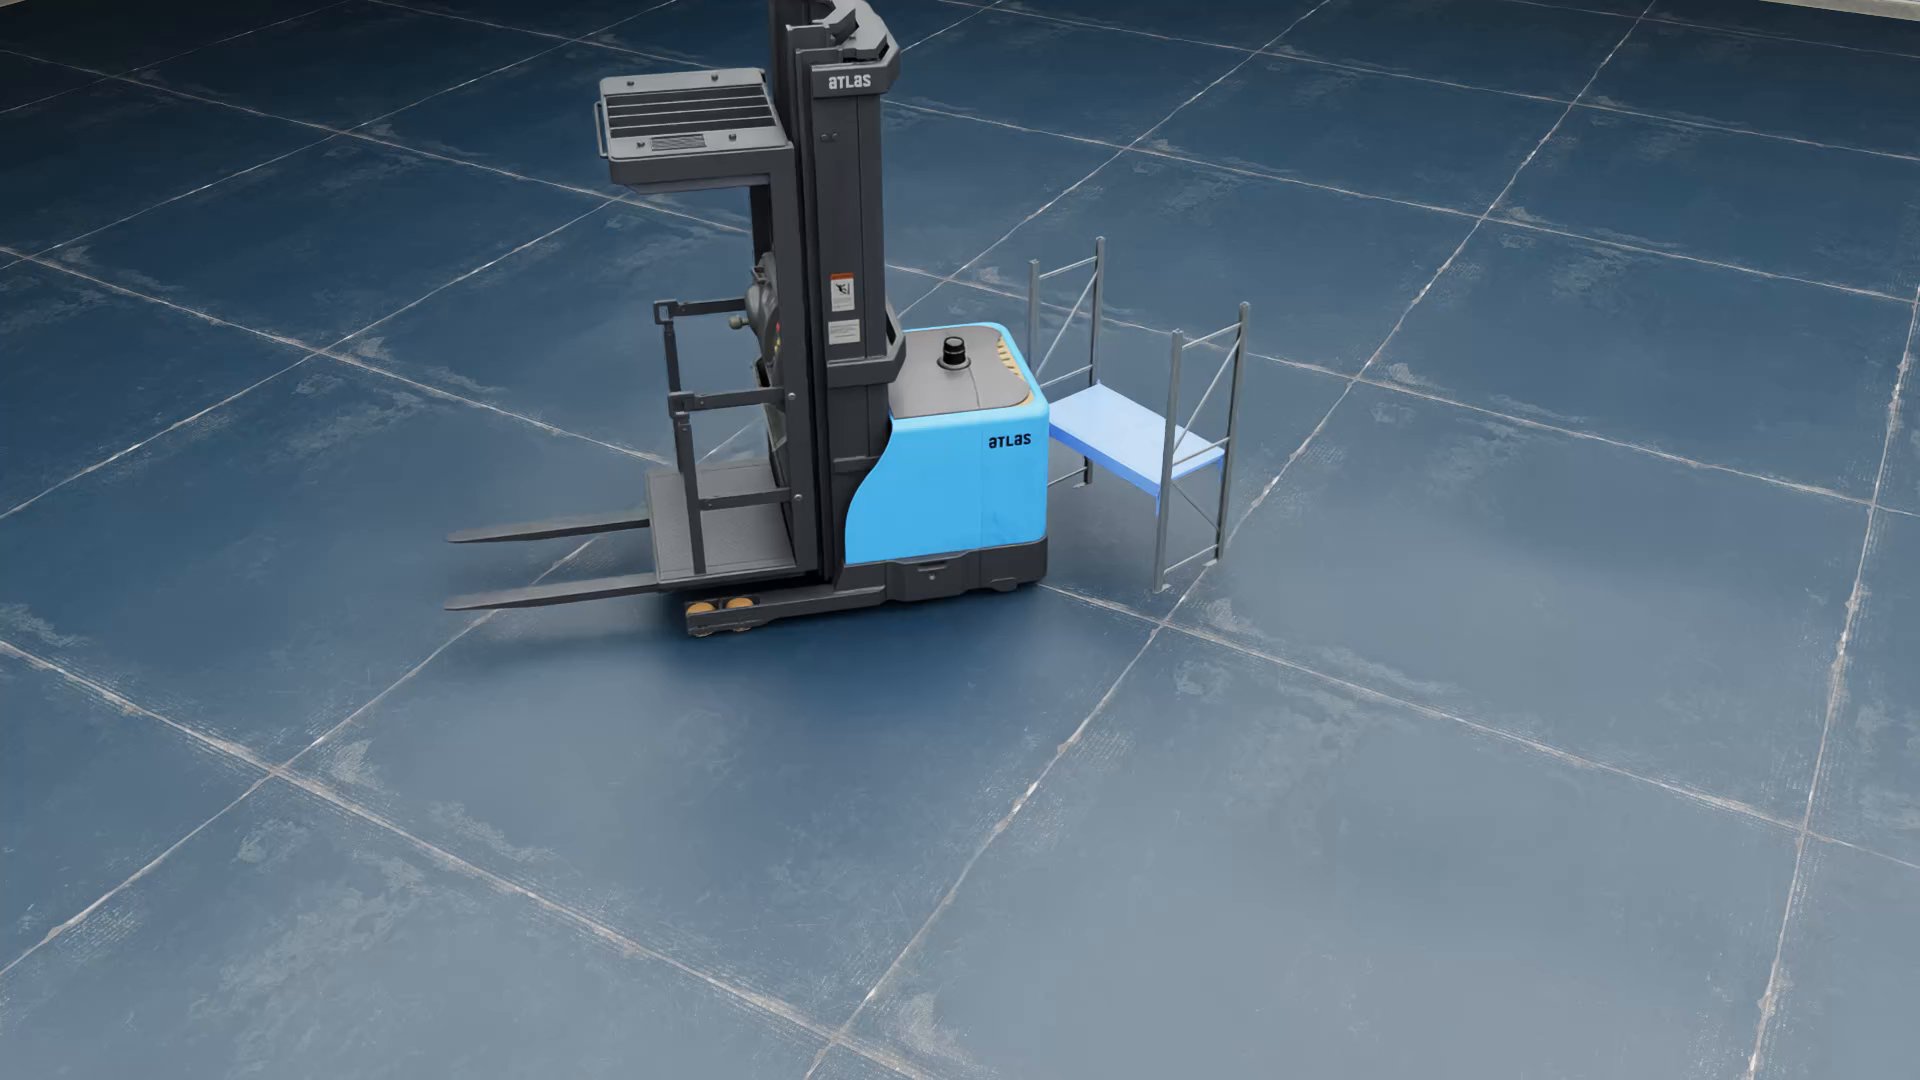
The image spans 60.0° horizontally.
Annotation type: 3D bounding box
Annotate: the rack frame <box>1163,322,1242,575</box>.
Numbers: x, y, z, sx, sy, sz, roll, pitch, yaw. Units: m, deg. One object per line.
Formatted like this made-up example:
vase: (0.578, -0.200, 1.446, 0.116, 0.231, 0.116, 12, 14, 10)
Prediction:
rack frame: (1.196, -0.433, 8.318, 0.475, 1.308, 0.013, -24, 41, -32)

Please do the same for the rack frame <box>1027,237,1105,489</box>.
rack frame: (0.554, -0.870, 8.975, 0.500, 1.500, 0.032, -24, 41, -32)

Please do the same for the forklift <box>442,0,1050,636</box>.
forklift: (-1.120, -1.061, 7.970, 3.031, 2.935, 1.130, -7, 34, -10)

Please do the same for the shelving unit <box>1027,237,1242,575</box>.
shelving unit: (0.873, -0.654, 8.650, 0.500, 1.500, 1.039, -24, 41, -32)

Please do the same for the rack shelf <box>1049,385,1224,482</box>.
rack shelf: (0.876, -0.558, 8.710, 0.459, 0.026, 0.952, -24, 41, -32)
